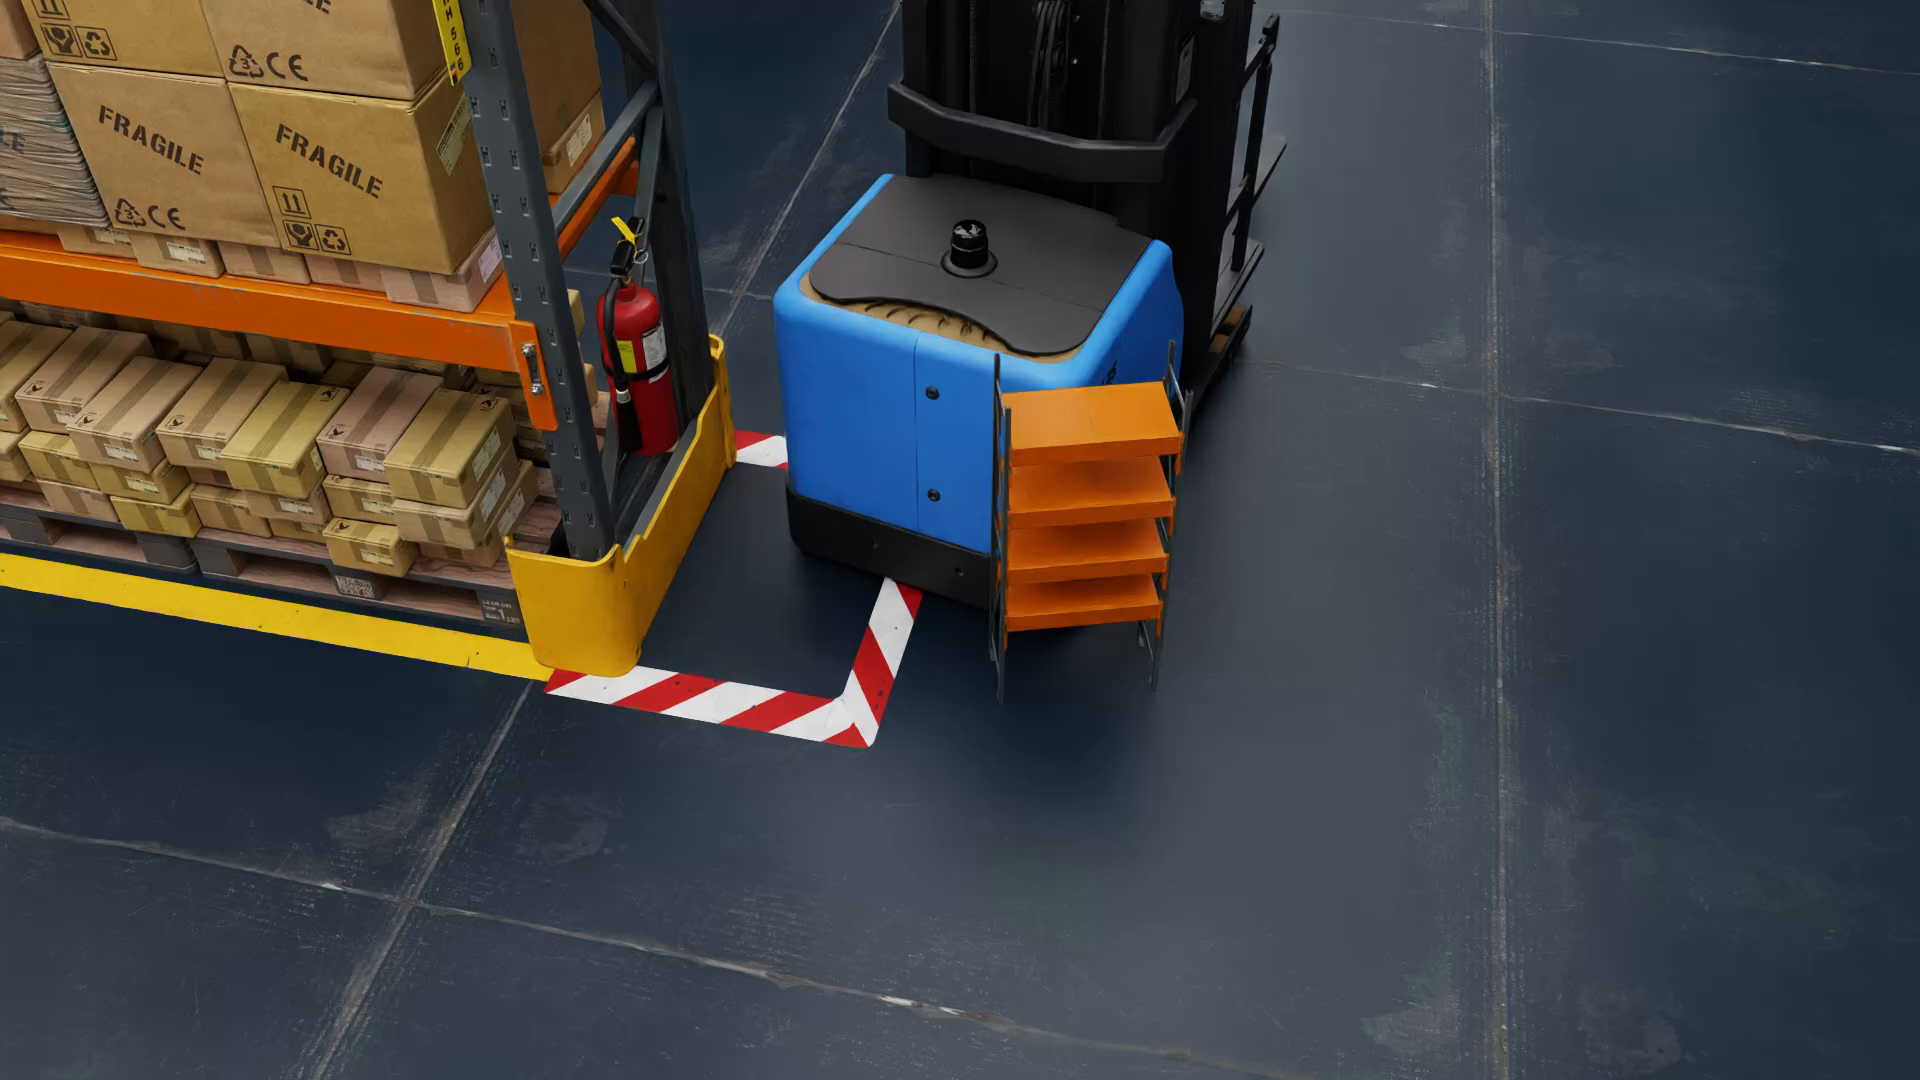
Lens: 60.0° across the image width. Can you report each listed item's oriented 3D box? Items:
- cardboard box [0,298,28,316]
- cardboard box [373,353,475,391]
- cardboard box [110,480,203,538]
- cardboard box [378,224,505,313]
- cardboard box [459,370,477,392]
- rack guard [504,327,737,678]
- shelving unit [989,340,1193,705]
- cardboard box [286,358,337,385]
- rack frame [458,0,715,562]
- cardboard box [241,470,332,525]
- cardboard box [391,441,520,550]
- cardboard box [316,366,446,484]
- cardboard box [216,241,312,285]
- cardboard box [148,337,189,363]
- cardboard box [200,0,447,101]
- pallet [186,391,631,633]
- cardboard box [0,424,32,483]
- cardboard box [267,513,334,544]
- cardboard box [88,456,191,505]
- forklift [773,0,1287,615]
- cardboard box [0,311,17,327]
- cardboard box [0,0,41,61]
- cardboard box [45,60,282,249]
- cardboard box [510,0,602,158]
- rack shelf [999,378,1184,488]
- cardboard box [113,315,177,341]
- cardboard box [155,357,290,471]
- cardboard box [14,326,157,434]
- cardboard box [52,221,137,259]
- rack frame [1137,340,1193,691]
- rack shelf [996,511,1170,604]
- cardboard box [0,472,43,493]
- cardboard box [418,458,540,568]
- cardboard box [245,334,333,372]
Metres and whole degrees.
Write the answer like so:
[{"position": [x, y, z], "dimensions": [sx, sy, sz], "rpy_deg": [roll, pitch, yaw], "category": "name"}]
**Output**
[{"position": [-3.233, -0.962, 5.910], "dimensions": [0.250, 0.149, 0.380], "rpy_deg": [7, 44, 8], "category": "cardboard box"}, {"position": [-1.755, -0.652, 5.588], "dimensions": [0.250, 0.149, 0.380], "rpy_deg": [10, 45, 10], "category": "cardboard box"}, {"position": [-2.600, -0.200, 5.547], "dimensions": [0.250, 0.149, 0.380], "rpy_deg": [7, 44, 7], "category": "cardboard box"}, {"position": [-1.402, -0.811, 4.611], "dimensions": [0.250, 0.149, 0.380], "rpy_deg": [9, 45, 9], "category": "cardboard box"}, {"position": [-1.732, -0.607, 5.757], "dimensions": [0.250, 0.149, 0.380], "rpy_deg": [9, 45, 9], "category": "cardboard box"}, {"position": [-1.096, -0.154, 5.550], "dimensions": [0.348, 0.500, 1.175], "rpy_deg": [9, 45, 9], "category": "rack guard"}, {"position": [0.357, -0.017, 4.903], "dimensions": [0.503, 1.200, 0.258], "rpy_deg": [-5, 44, -5], "category": "shelving unit"}, {"position": [-2.217, -0.697, 5.850], "dimensions": [0.250, 0.149, 0.380], "rpy_deg": [10, 45, 10], "category": "cardboard box"}, {"position": [-1.022, -1.043, 4.671], "dimensions": [0.127, 3.000, 1.000], "rpy_deg": [9, 45, 9], "category": "rack frame"}, {"position": [-2.107, -0.239, 5.374], "dimensions": [0.250, 0.149, 0.380], "rpy_deg": [7, 44, 7], "category": "cardboard box"}, {"position": [-1.599, -0.162, 5.293], "dimensions": [0.250, 0.149, 0.380], "rpy_deg": [8, 44, 8], "category": "cardboard box"}, {"position": [-1.827, -0.367, 5.293], "dimensions": [0.250, 0.149, 0.380], "rpy_deg": [10, 45, 10], "category": "cardboard box"}, {"position": [-1.884, -0.902, 4.705], "dimensions": [0.250, 0.149, 0.380], "rpy_deg": [8, 45, 9], "category": "cardboard box"}, {"position": [-2.770, -0.686, 5.838], "dimensions": [0.250, 0.149, 0.380], "rpy_deg": [11, 45, 11], "category": "cardboard box"}, {"position": [-1.523, -1.448, 4.084], "dimensions": [0.500, 0.500, 0.500], "rpy_deg": [8, 44, 8], "category": "cardboard box"}, {"position": [-1.881, -0.197, 5.803], "dimensions": [1.213, 0.211, 1.003], "rpy_deg": [9, 45, 9], "category": "pallet"}, {"position": [-3.136, -0.383, 5.523], "dimensions": [0.250, 0.149, 0.380], "rpy_deg": [9, 45, 9], "category": "cardboard box"}, {"position": [-2.093, -0.175, 5.522], "dimensions": [0.250, 0.149, 0.380], "rpy_deg": [9, 45, 9], "category": "cardboard box"}, {"position": [-2.615, -0.309, 5.446], "dimensions": [0.250, 0.149, 0.380], "rpy_deg": [9, 45, 10], "category": "cardboard box"}, {"position": [0.492, -1.802, 5.509], "dimensions": [1.130, 2.935, 3.031], "rpy_deg": [18, 47, 17], "category": "forklift"}, {"position": [-3.347, -0.605, 5.540], "dimensions": [0.250, 0.149, 0.380], "rpy_deg": [7, 44, 7], "category": "cardboard box"}, {"position": [-2.527, -1.597, 4.239], "dimensions": [0.500, 0.500, 0.500], "rpy_deg": [11, 45, 11], "category": "cardboard box"}, {"position": [-2.018, -1.162, 4.508], "dimensions": [0.500, 0.500, 0.500], "rpy_deg": [8, 45, 8], "category": "cardboard box"}, {"position": [-1.400, -1.442, 4.798], "dimensions": [0.500, 0.500, 0.500], "rpy_deg": [11, 45, 11], "category": "cardboard box"}, {"position": [0.357, -0.300, 4.630], "dimensions": [0.480, 0.148, 0.258], "rpy_deg": [-5, 44, -5], "category": "rack shelf"}, {"position": [-2.748, -0.877, 5.822], "dimensions": [0.250, 0.149, 0.380], "rpy_deg": [9, 45, 10], "category": "cardboard box"}, {"position": [-2.346, -0.403, 5.329], "dimensions": [0.250, 0.149, 0.380], "rpy_deg": [7, 44, 7], "category": "cardboard box"}, {"position": [-2.853, -0.521, 5.452], "dimensions": [0.250, 0.149, 0.380], "rpy_deg": [7, 44, 8], "category": "cardboard box"}, {"position": [-2.389, -0.985, 4.791], "dimensions": [0.250, 0.149, 0.380], "rpy_deg": [7, 44, 7], "category": "cardboard box"}, {"position": [0.599, -0.037, 4.924], "dimensions": [0.015, 1.200, 0.240], "rpy_deg": [-5, 44, -5], "category": "rack frame"}, {"position": [0.357, 0.031, 4.949], "dimensions": [0.480, 0.148, 0.258], "rpy_deg": [-5, 44, -5], "category": "rack shelf"}, {"position": [-3.092, -0.344, 5.697], "dimensions": [0.250, 0.149, 0.380], "rpy_deg": [10, 45, 10], "category": "cardboard box"}, {"position": [-1.581, -0.106, 5.450], "dimensions": [0.250, 0.149, 0.380], "rpy_deg": [10, 45, 10], "category": "cardboard box"}, {"position": [-2.233, -0.758, 5.698], "dimensions": [0.250, 0.149, 0.380], "rpy_deg": [7, 44, 7], "category": "cardboard box"}]
